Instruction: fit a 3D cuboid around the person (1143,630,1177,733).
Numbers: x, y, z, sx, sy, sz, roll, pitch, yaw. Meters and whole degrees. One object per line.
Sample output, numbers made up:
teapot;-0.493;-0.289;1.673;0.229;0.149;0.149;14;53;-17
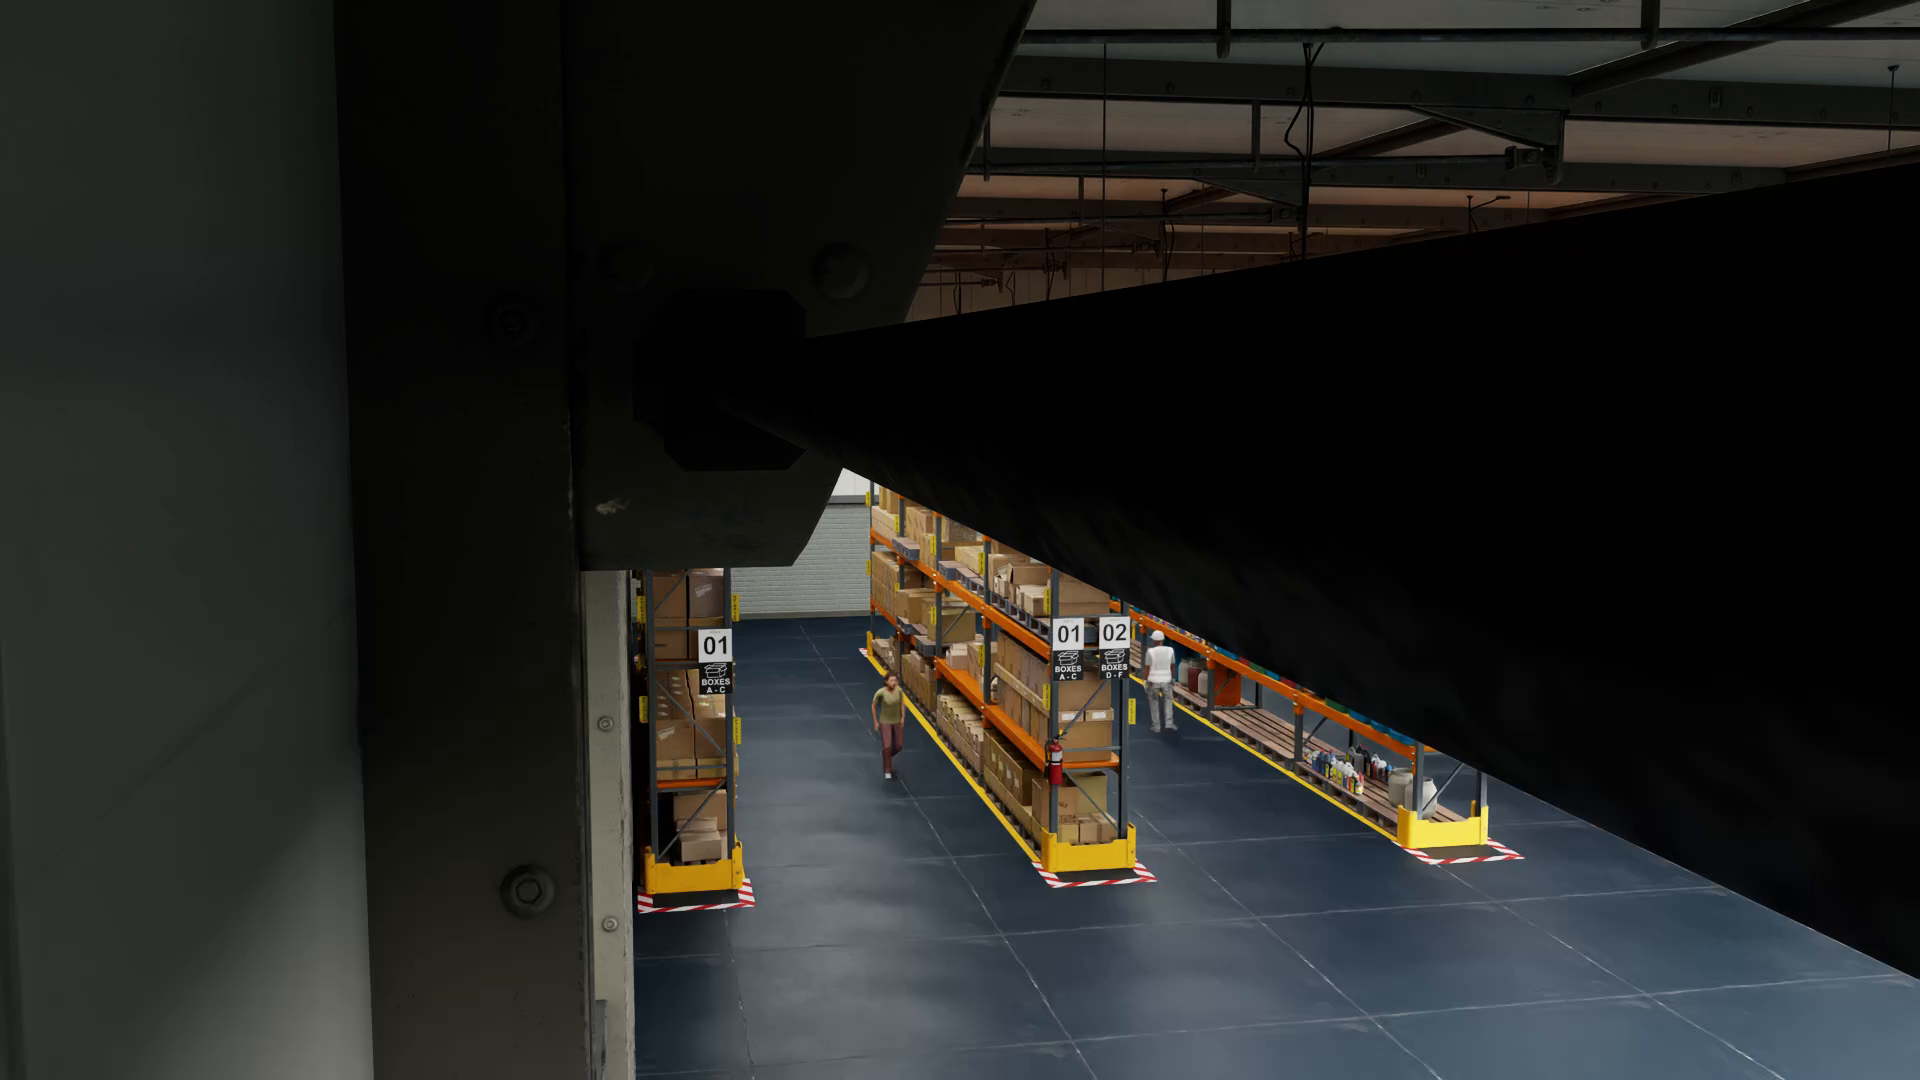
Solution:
person;3.456;2.451;28.756;0.581;1.784;0.553;-1;6;-12

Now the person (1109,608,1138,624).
person;3.828;1.253;40.764;1.171;1.667;0.567;3;7;26

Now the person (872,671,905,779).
person;-1.127;2.831;25.774;0.535;1.653;0.639;-3;7;-26
